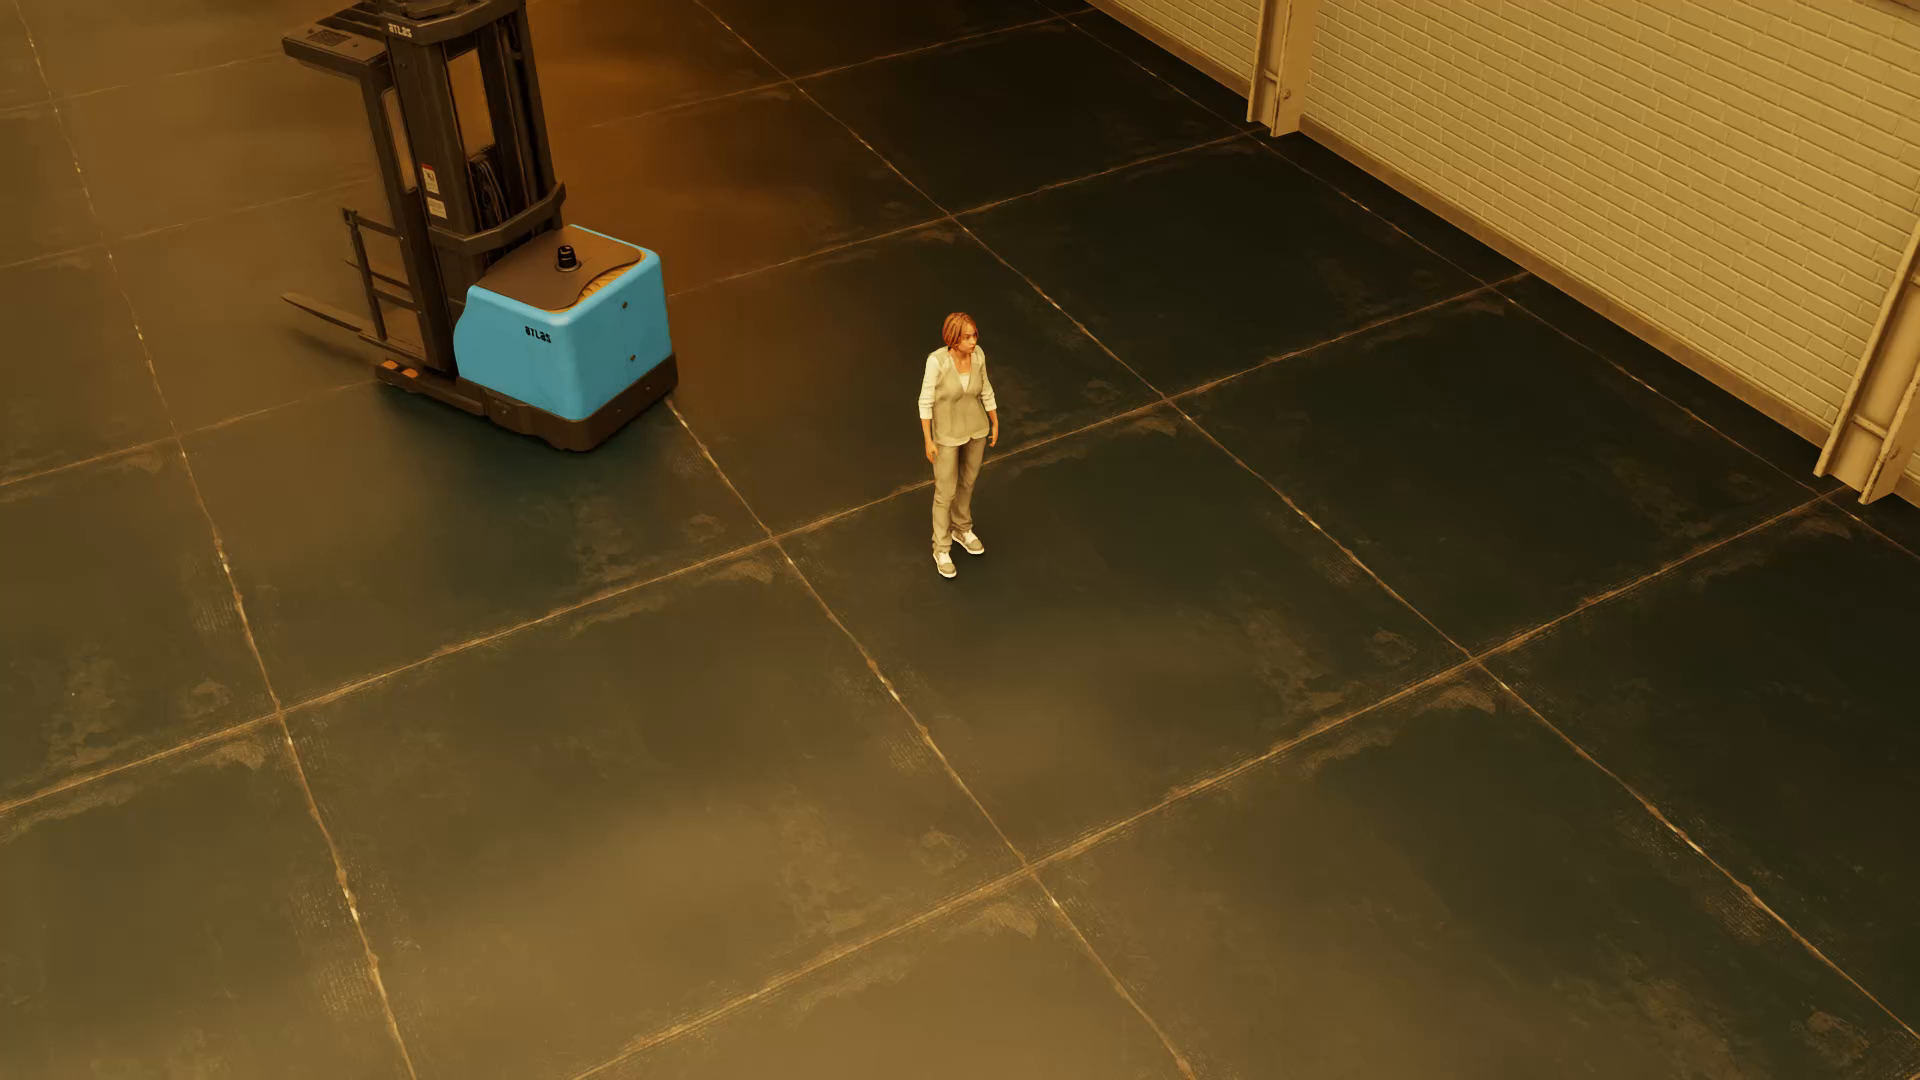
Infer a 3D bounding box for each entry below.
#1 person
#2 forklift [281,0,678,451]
[{"bbox_3d":[0.024,-0.575,9.763,0.520,1.597,0.475,-20,44,-23],"label":"person"},{"bbox_3d":[-3.484,-2.417,10.950,3.031,2.935,1.130,21,44,24],"label":"forklift"}]
